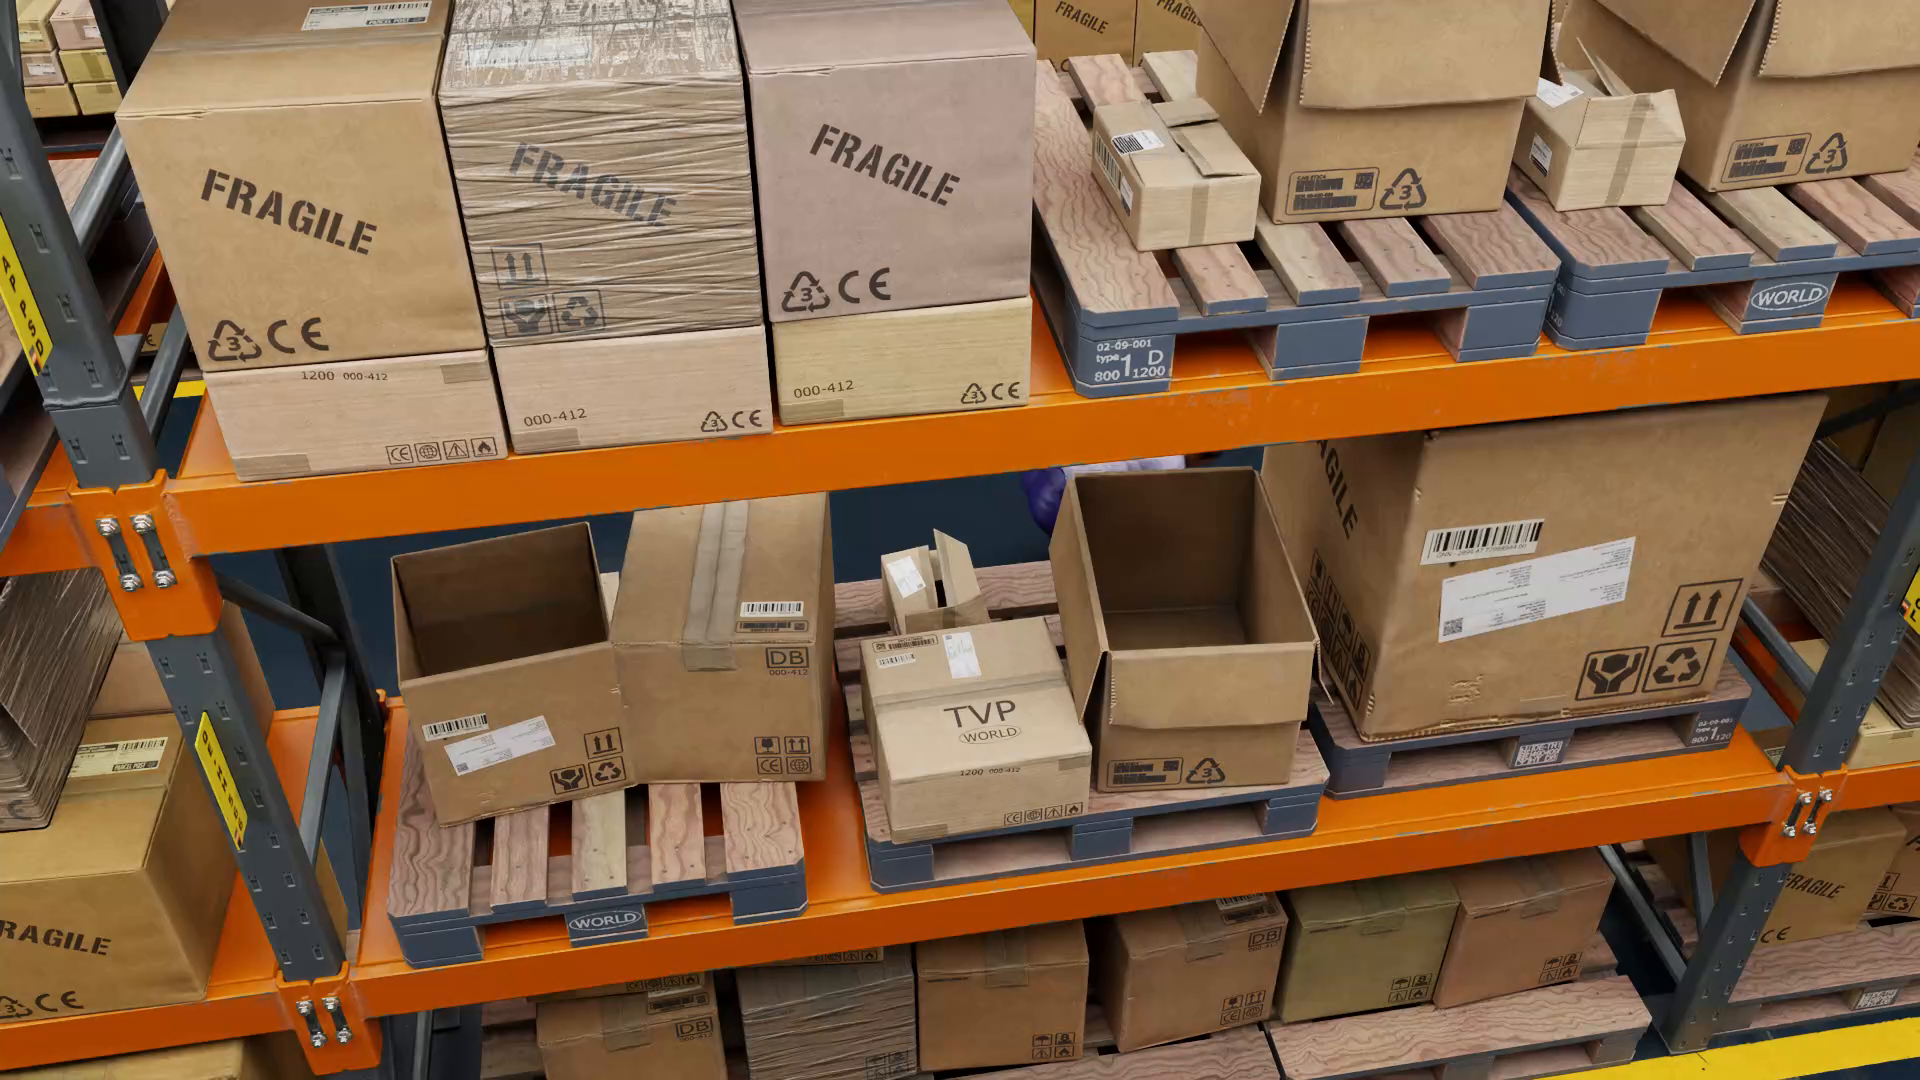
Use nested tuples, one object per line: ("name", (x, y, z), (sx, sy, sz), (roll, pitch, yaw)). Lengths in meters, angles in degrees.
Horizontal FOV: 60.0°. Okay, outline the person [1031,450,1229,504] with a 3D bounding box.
("person", (0.706, -0.214, 7.054), (0.898, 0.868, 0.505), (-8, 40, -10))
